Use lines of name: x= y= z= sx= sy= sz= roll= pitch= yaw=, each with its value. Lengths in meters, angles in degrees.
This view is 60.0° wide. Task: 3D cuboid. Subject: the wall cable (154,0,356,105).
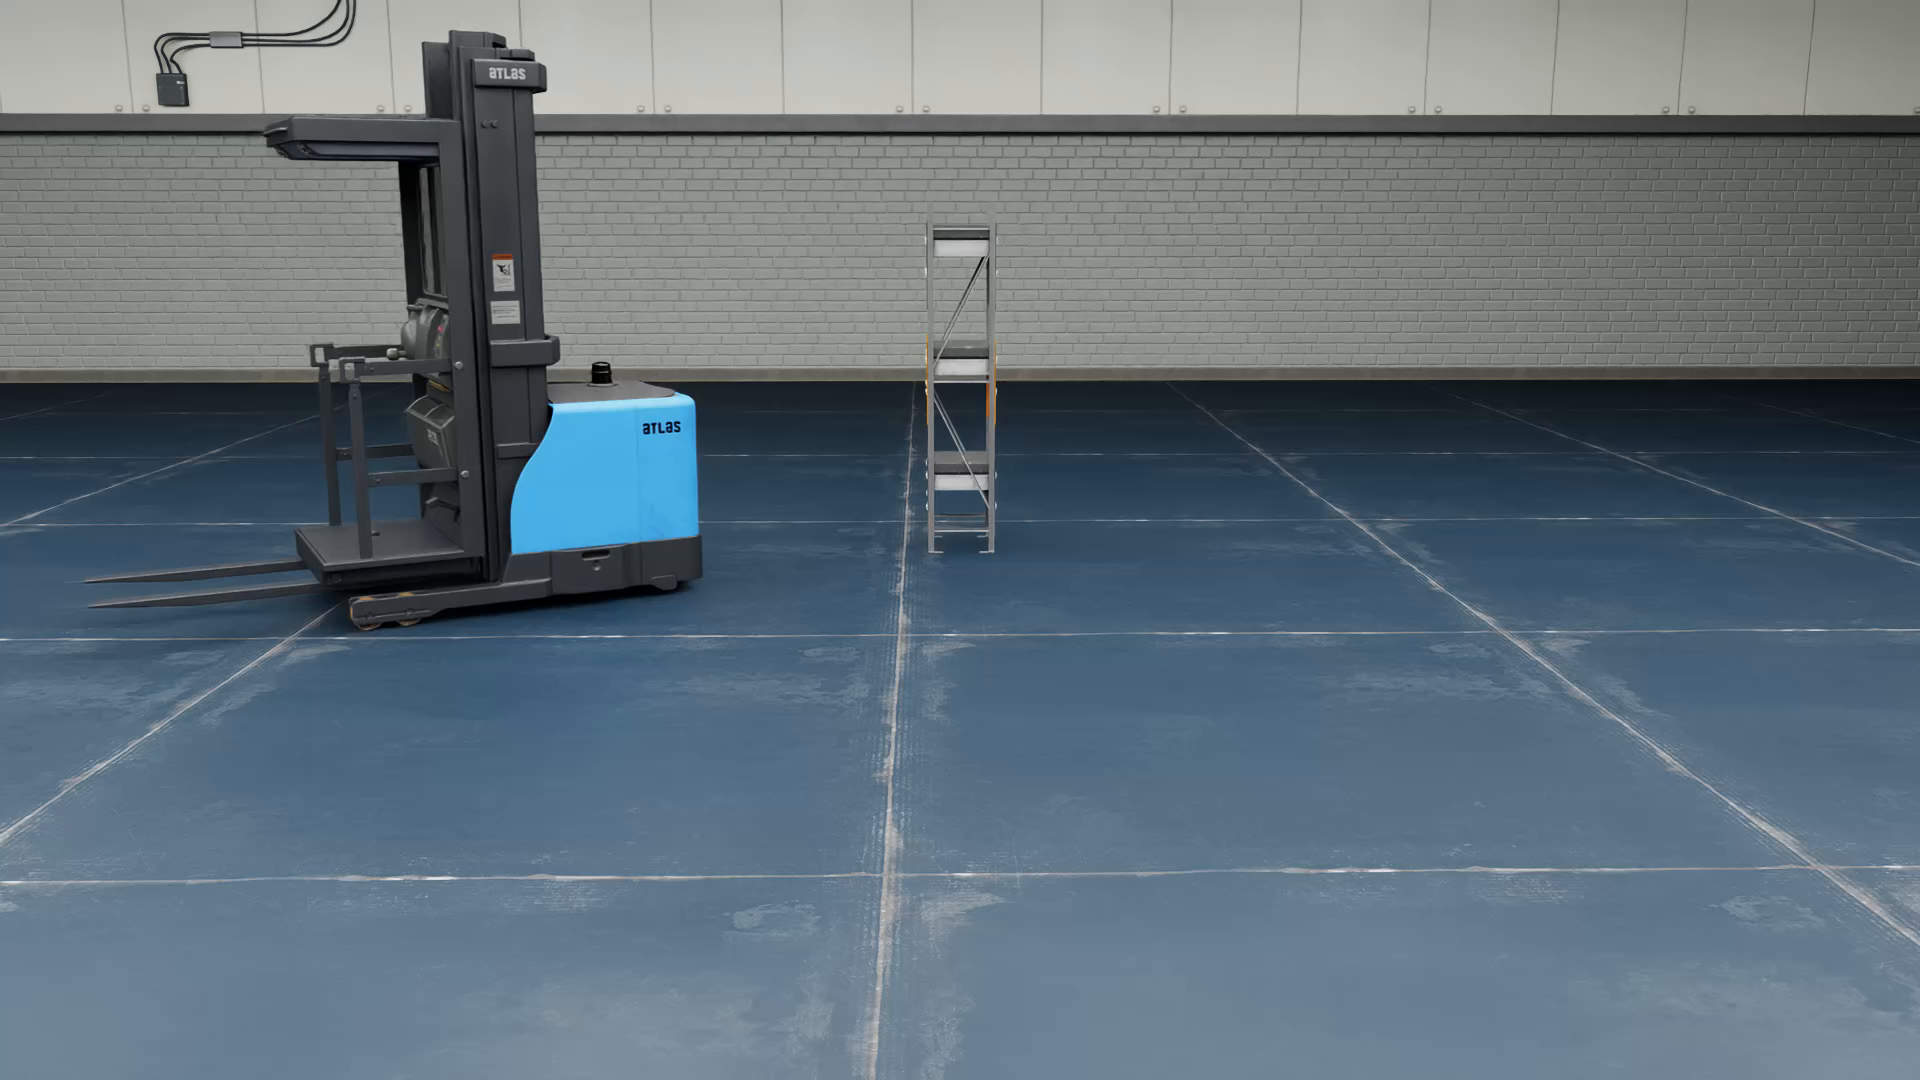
wall cable: x=-8.045 y=-7.946 z=18.542 sx=2.305 sy=6.003 sz=0.169 roll=0 pitch=11 yaw=-1

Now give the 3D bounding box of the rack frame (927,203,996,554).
rack frame: x=0.008 y=-0.948 z=9.949 sx=0.400 sy=2.100 sz=0.015 roll=0 pitch=11 yaw=-1

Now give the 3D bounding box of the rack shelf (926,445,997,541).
rack shelf: x=0.003 y=-0.297 z=10.330 sx=0.431 sy=0.518 sz=0.480 roll=0 pitch=11 yaw=-1

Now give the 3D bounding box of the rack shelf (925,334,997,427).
rack shelf: x=0.003 y=-0.983 z=10.191 sx=0.431 sy=0.518 sz=0.480 roll=0 pitch=11 yaw=-1

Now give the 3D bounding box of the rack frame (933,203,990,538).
rack frame: x=-0.002 y=-1.045 z=10.427 sx=0.400 sy=2.100 sz=0.015 roll=0 pitch=11 yaw=-1

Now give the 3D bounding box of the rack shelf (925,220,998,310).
rack shelf: x=0.003 y=-1.669 z=10.052 sx=0.431 sy=0.518 sz=0.480 roll=0 pitch=11 yaw=-1

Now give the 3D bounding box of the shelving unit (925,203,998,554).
shelving unit: x=0.003 y=-0.996 z=10.188 sx=0.431 sy=2.100 sz=0.503 roll=0 pitch=11 yaw=-1

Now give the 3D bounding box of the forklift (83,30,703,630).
forklift: x=-2.967 y=-1.104 z=8.629 sx=3.031 sy=2.935 sz=1.130 roll=-6 pitch=13 yaw=-28
